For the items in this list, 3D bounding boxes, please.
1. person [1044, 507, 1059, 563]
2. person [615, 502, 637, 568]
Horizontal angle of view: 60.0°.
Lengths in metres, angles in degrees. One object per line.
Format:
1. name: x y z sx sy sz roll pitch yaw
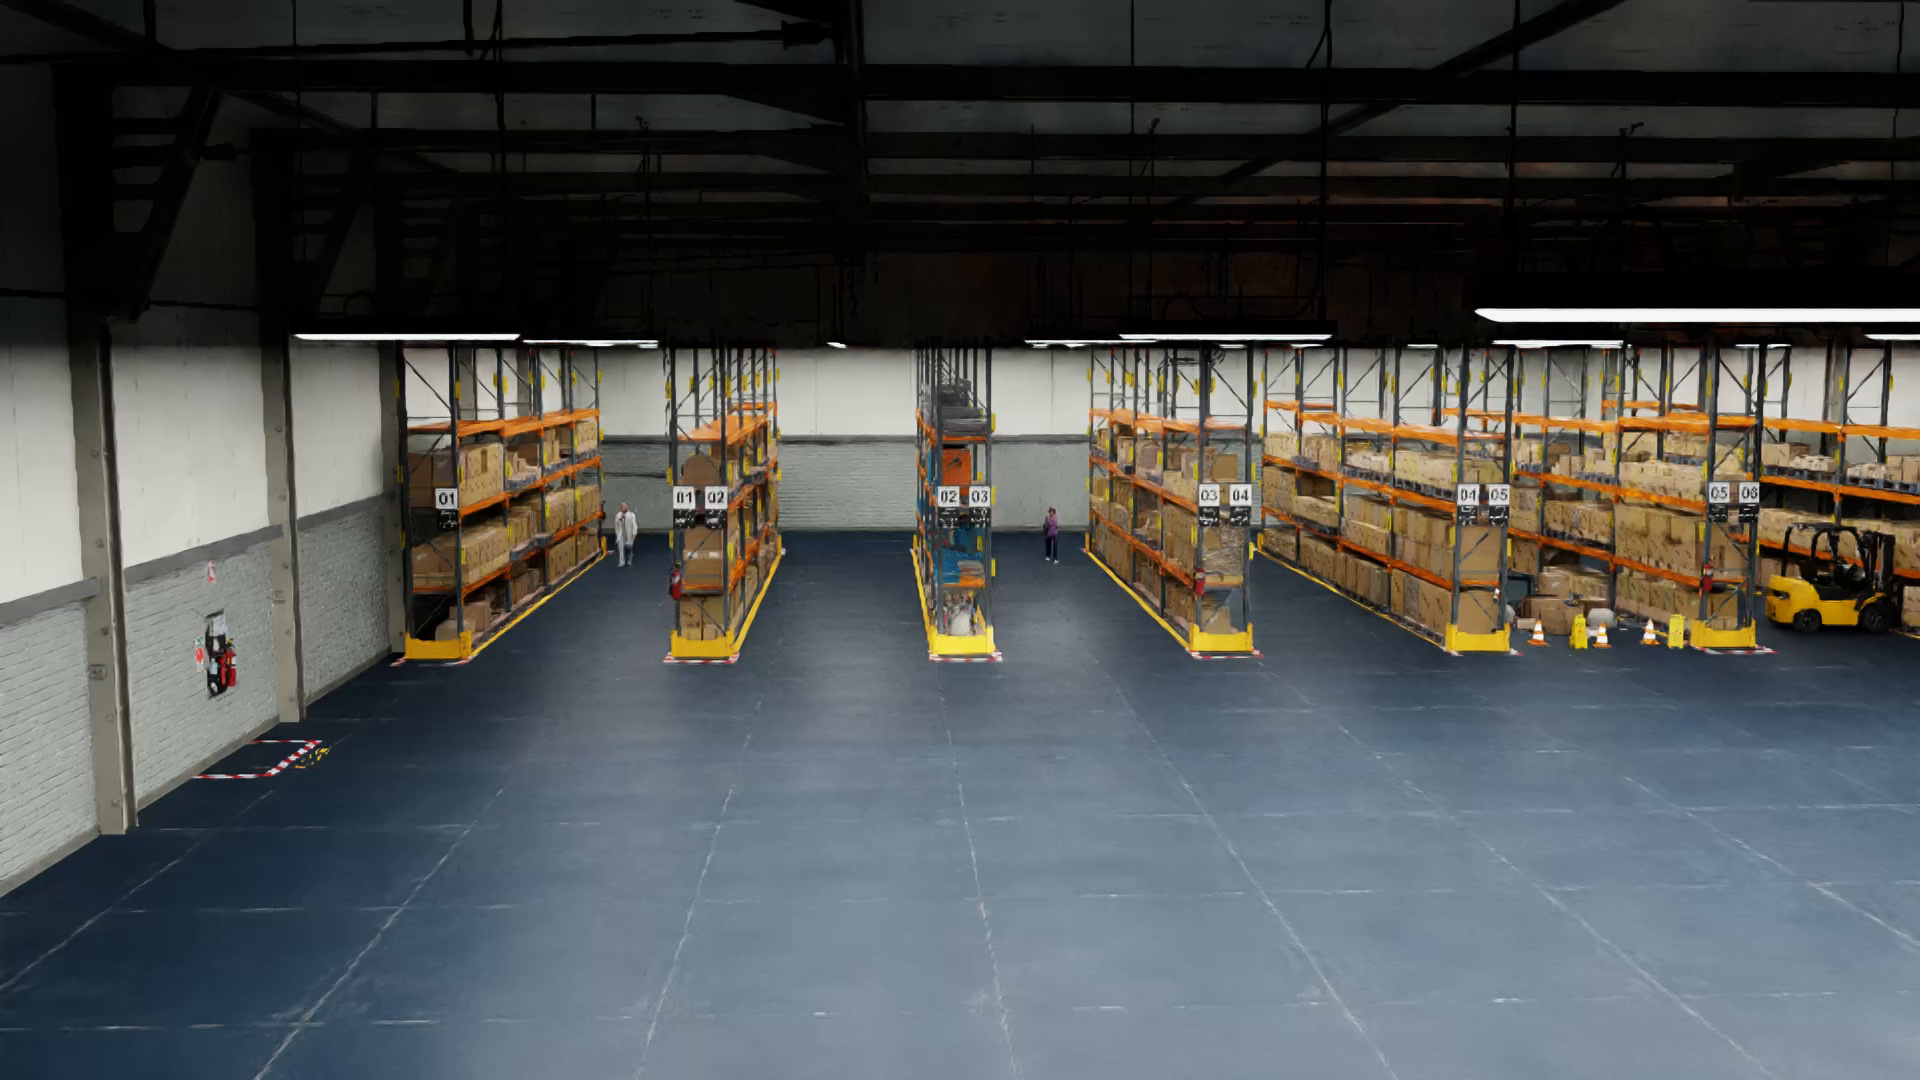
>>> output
1. person: 2.465 -0.154 45.011 0.417 1.517 1.037 0 6 -1
2. person: -8.862 -0.143 44.085 0.603 1.724 1.110 0 7 -4
